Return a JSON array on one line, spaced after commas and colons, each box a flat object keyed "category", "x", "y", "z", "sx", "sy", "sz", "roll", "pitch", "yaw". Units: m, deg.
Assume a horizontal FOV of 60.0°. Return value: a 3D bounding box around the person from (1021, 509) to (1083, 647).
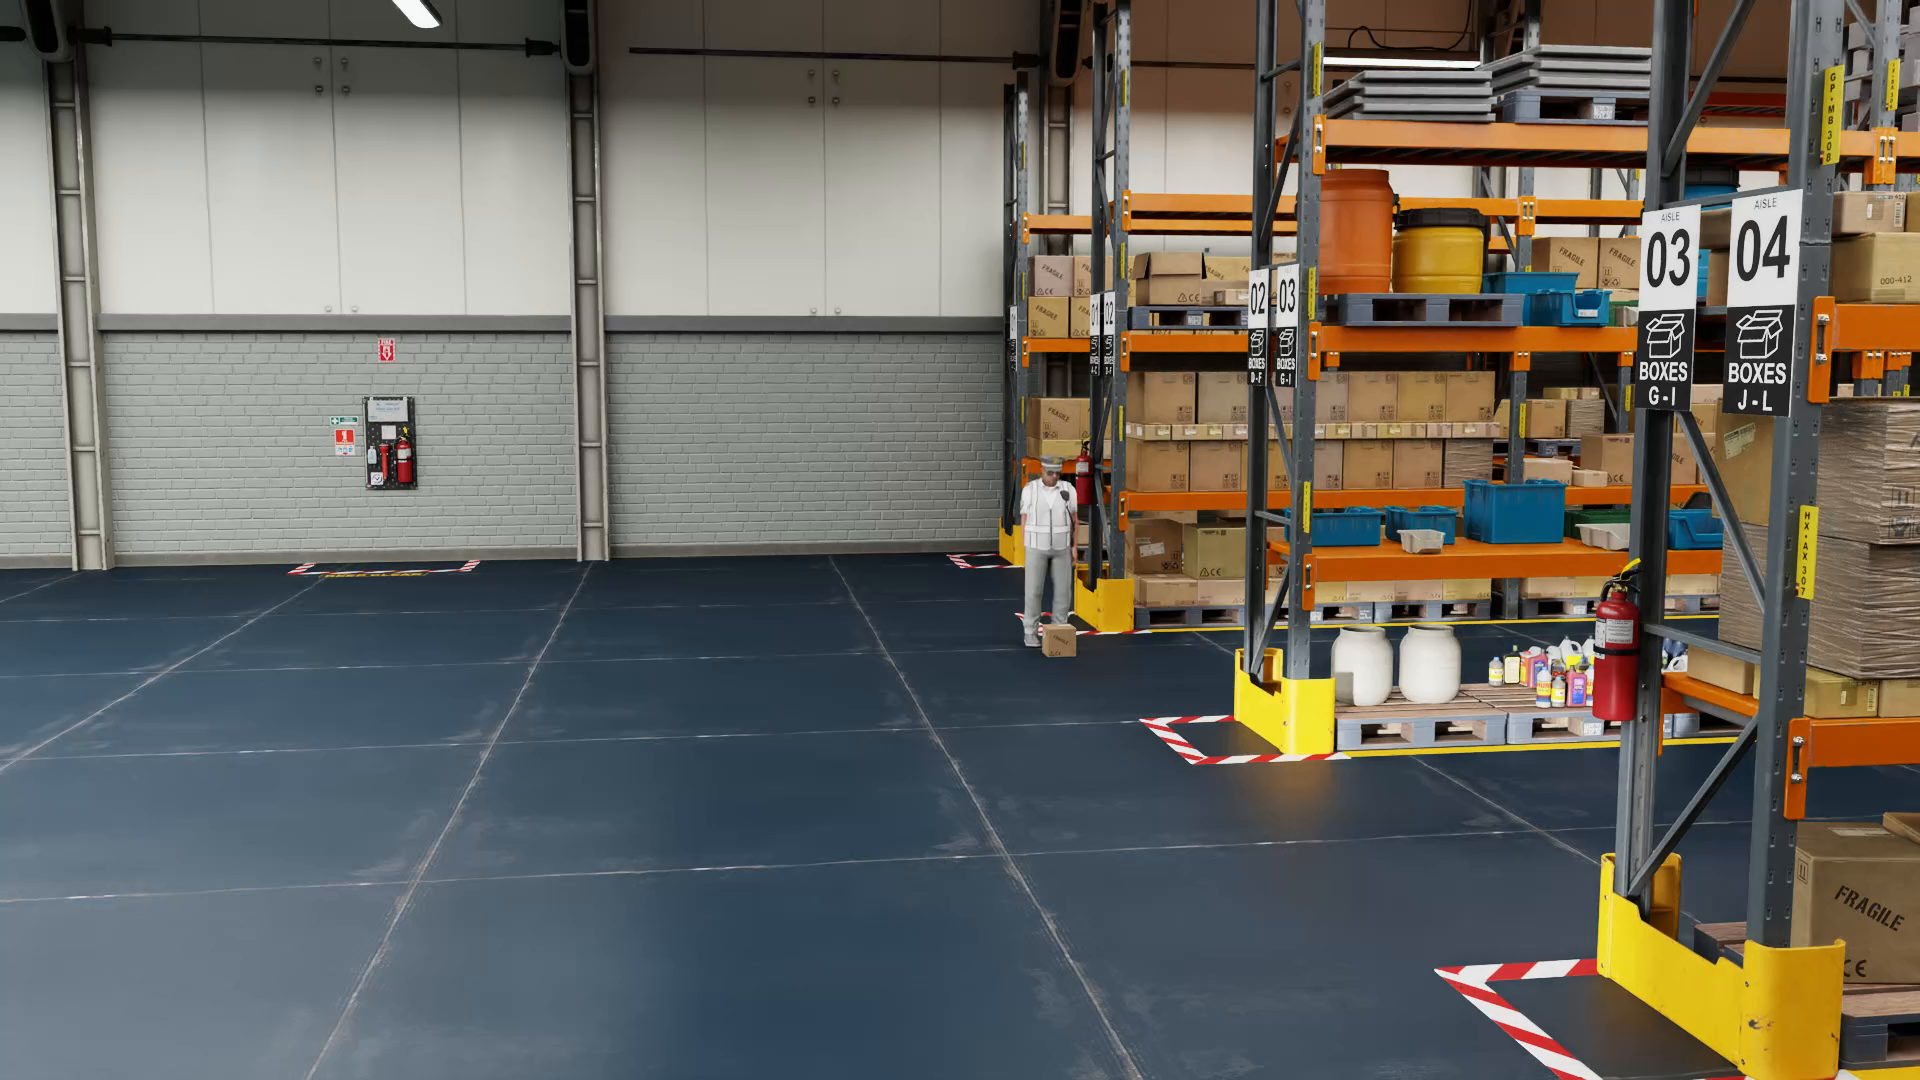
[{"category": "person", "x": 0.828, "y": 0.336, "z": 14.770, "sx": 0.480, "sy": 1.295, "sz": 1.016, "roll": -1, "pitch": 7, "yaw": -10}]
